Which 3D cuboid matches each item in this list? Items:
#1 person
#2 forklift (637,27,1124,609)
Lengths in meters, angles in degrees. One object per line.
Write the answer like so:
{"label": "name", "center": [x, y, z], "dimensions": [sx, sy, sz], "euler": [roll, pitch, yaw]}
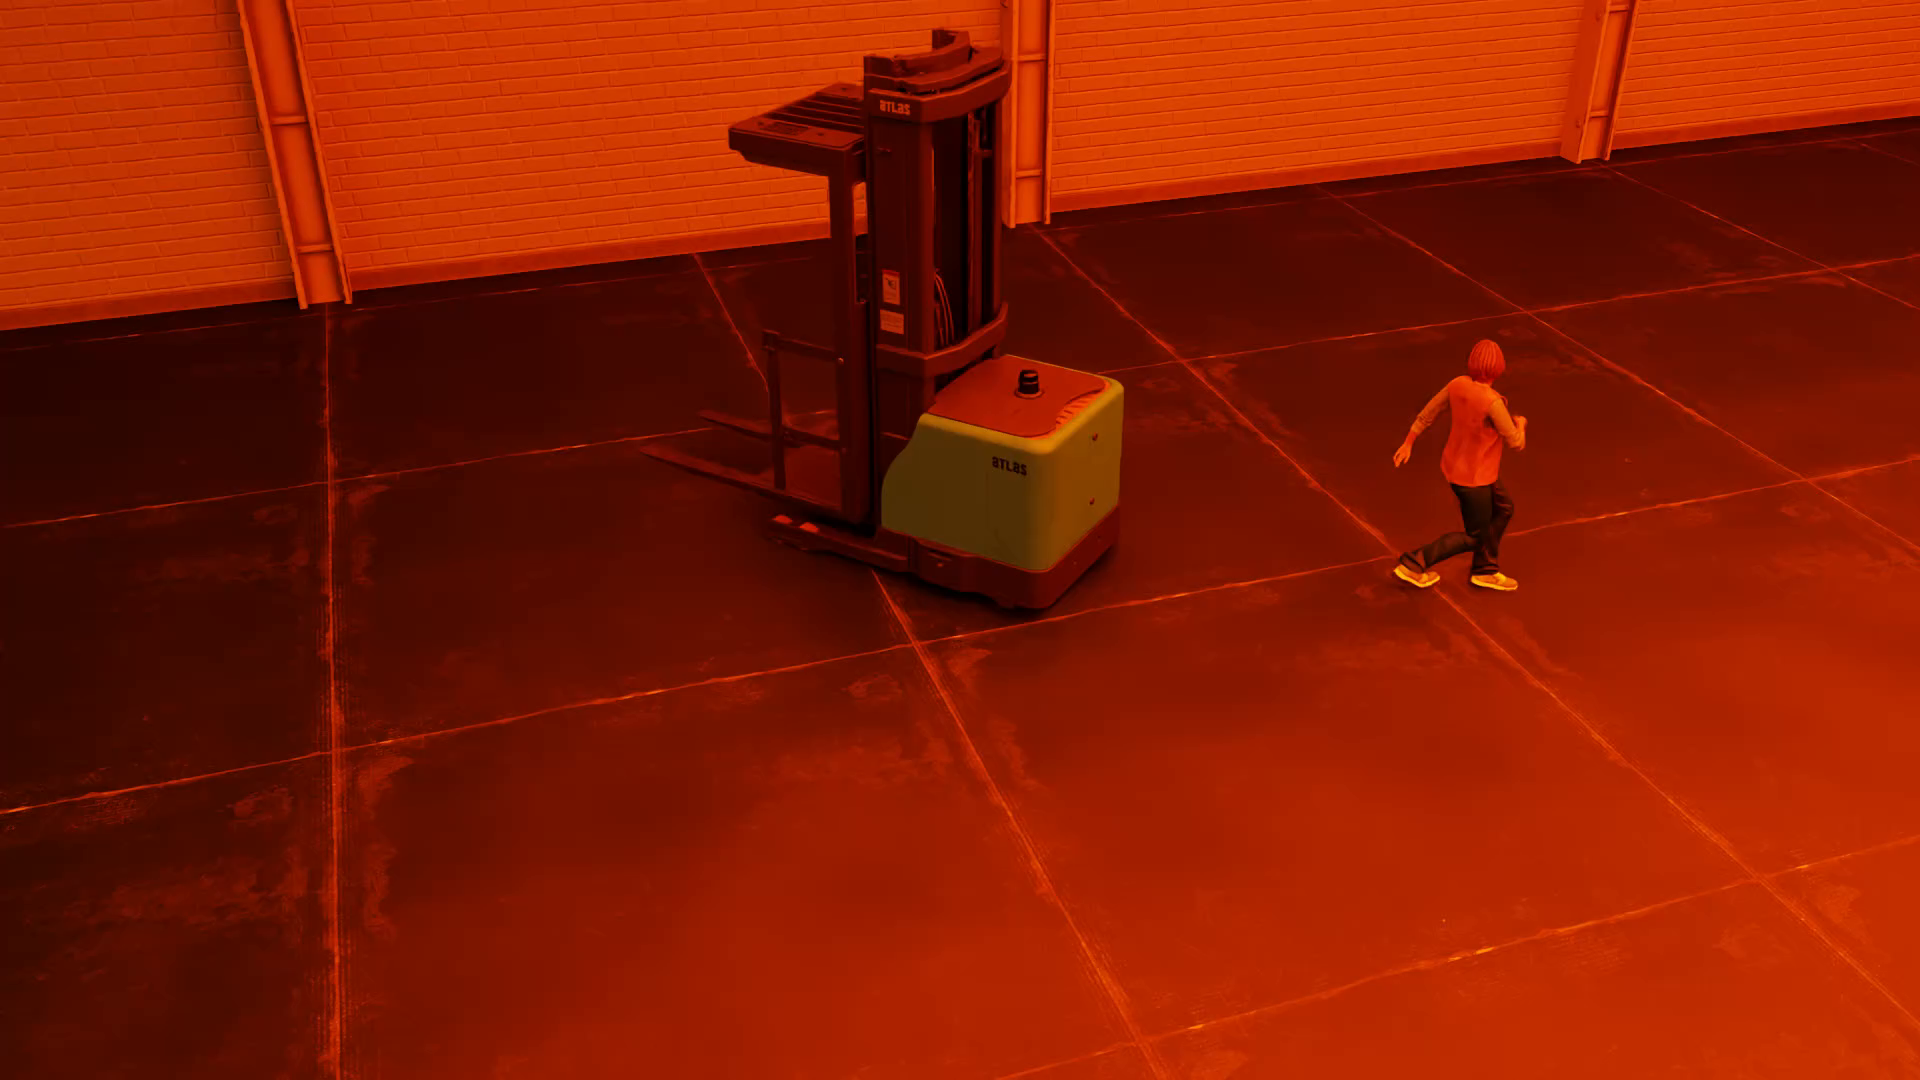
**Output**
{"label": "person", "center": [2.828, -0.393, 9.222], "dimensions": [0.758, 1.516, 0.451], "euler": [-1, 30, -2]}
{"label": "forklift", "center": [-0.584, -1.412, 9.541], "dimensions": [3.031, 2.935, 1.130], "euler": [16, 34, 26]}
